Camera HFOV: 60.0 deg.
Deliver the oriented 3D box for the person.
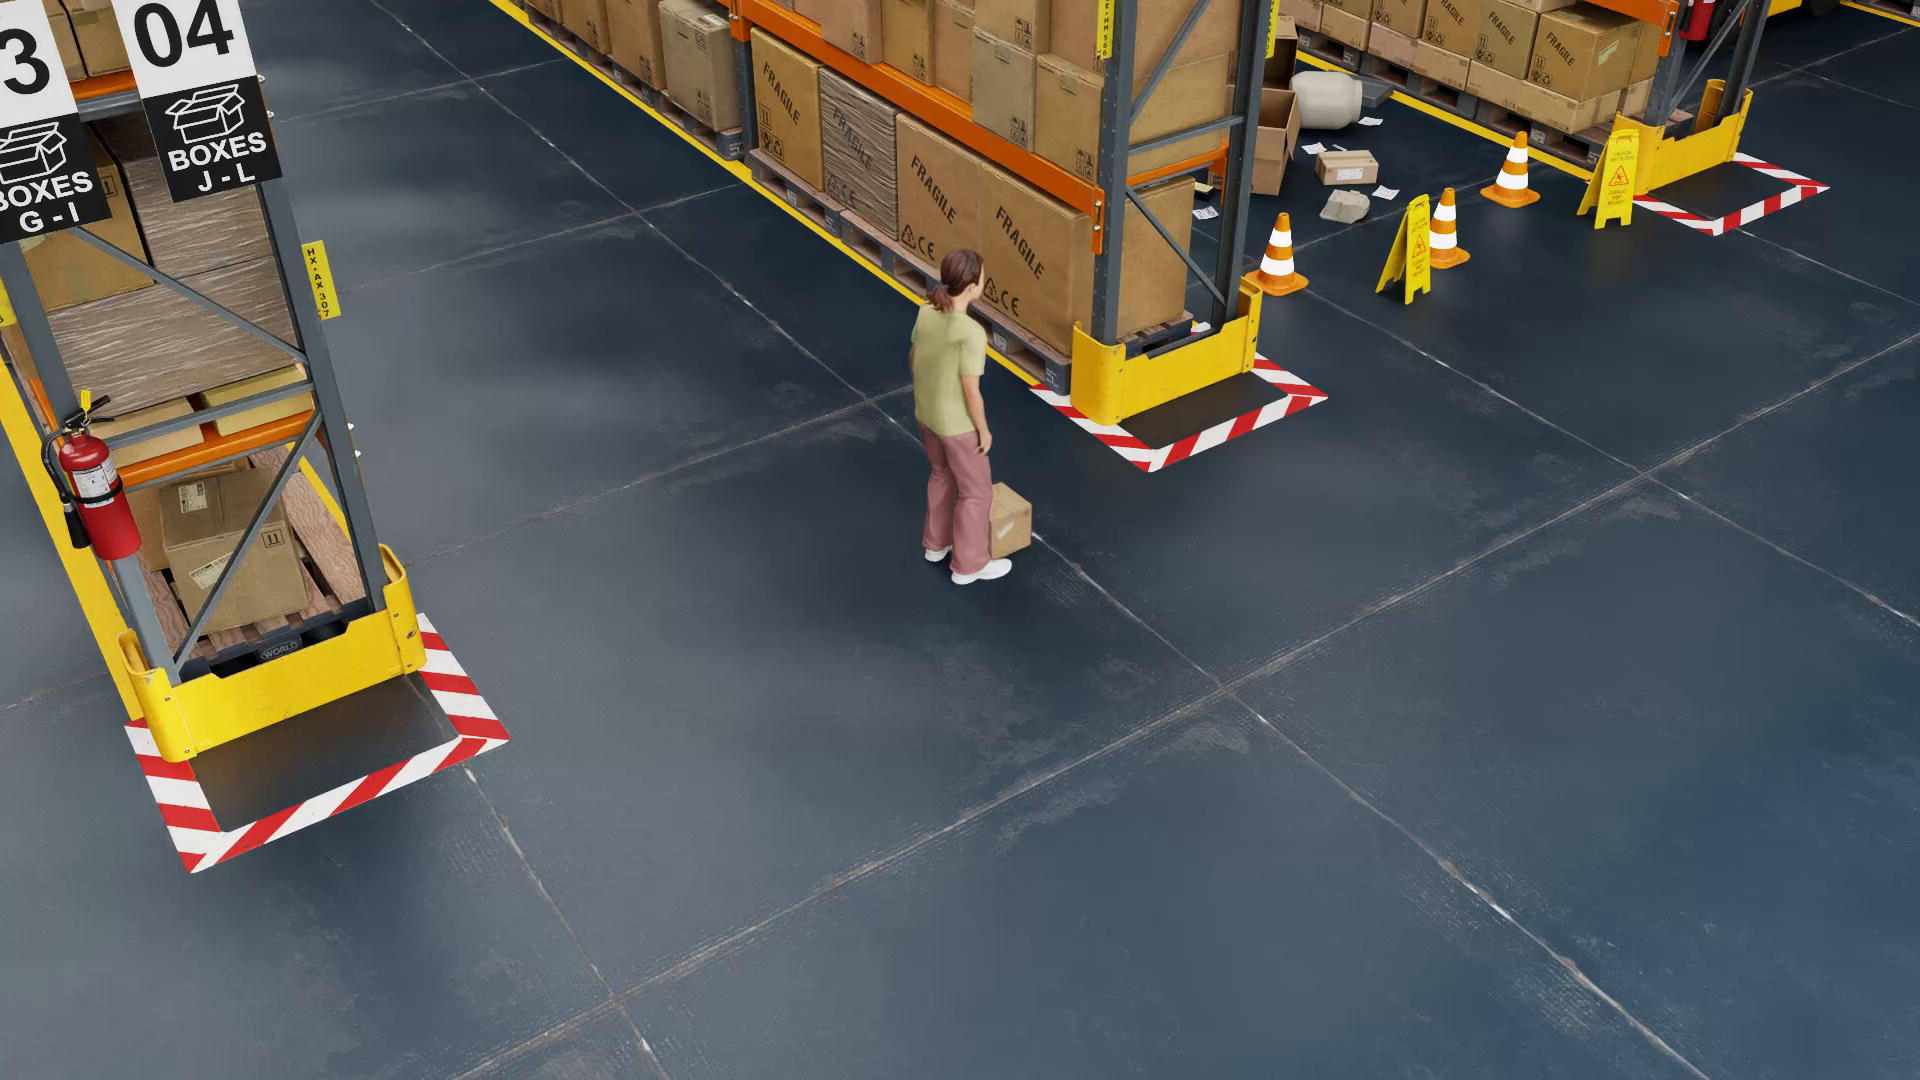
[{"bbox_3d":[-0.017,-0.573,7.777,0.365,1.671,0.503,-25,43,-29],"label":"person"}]
